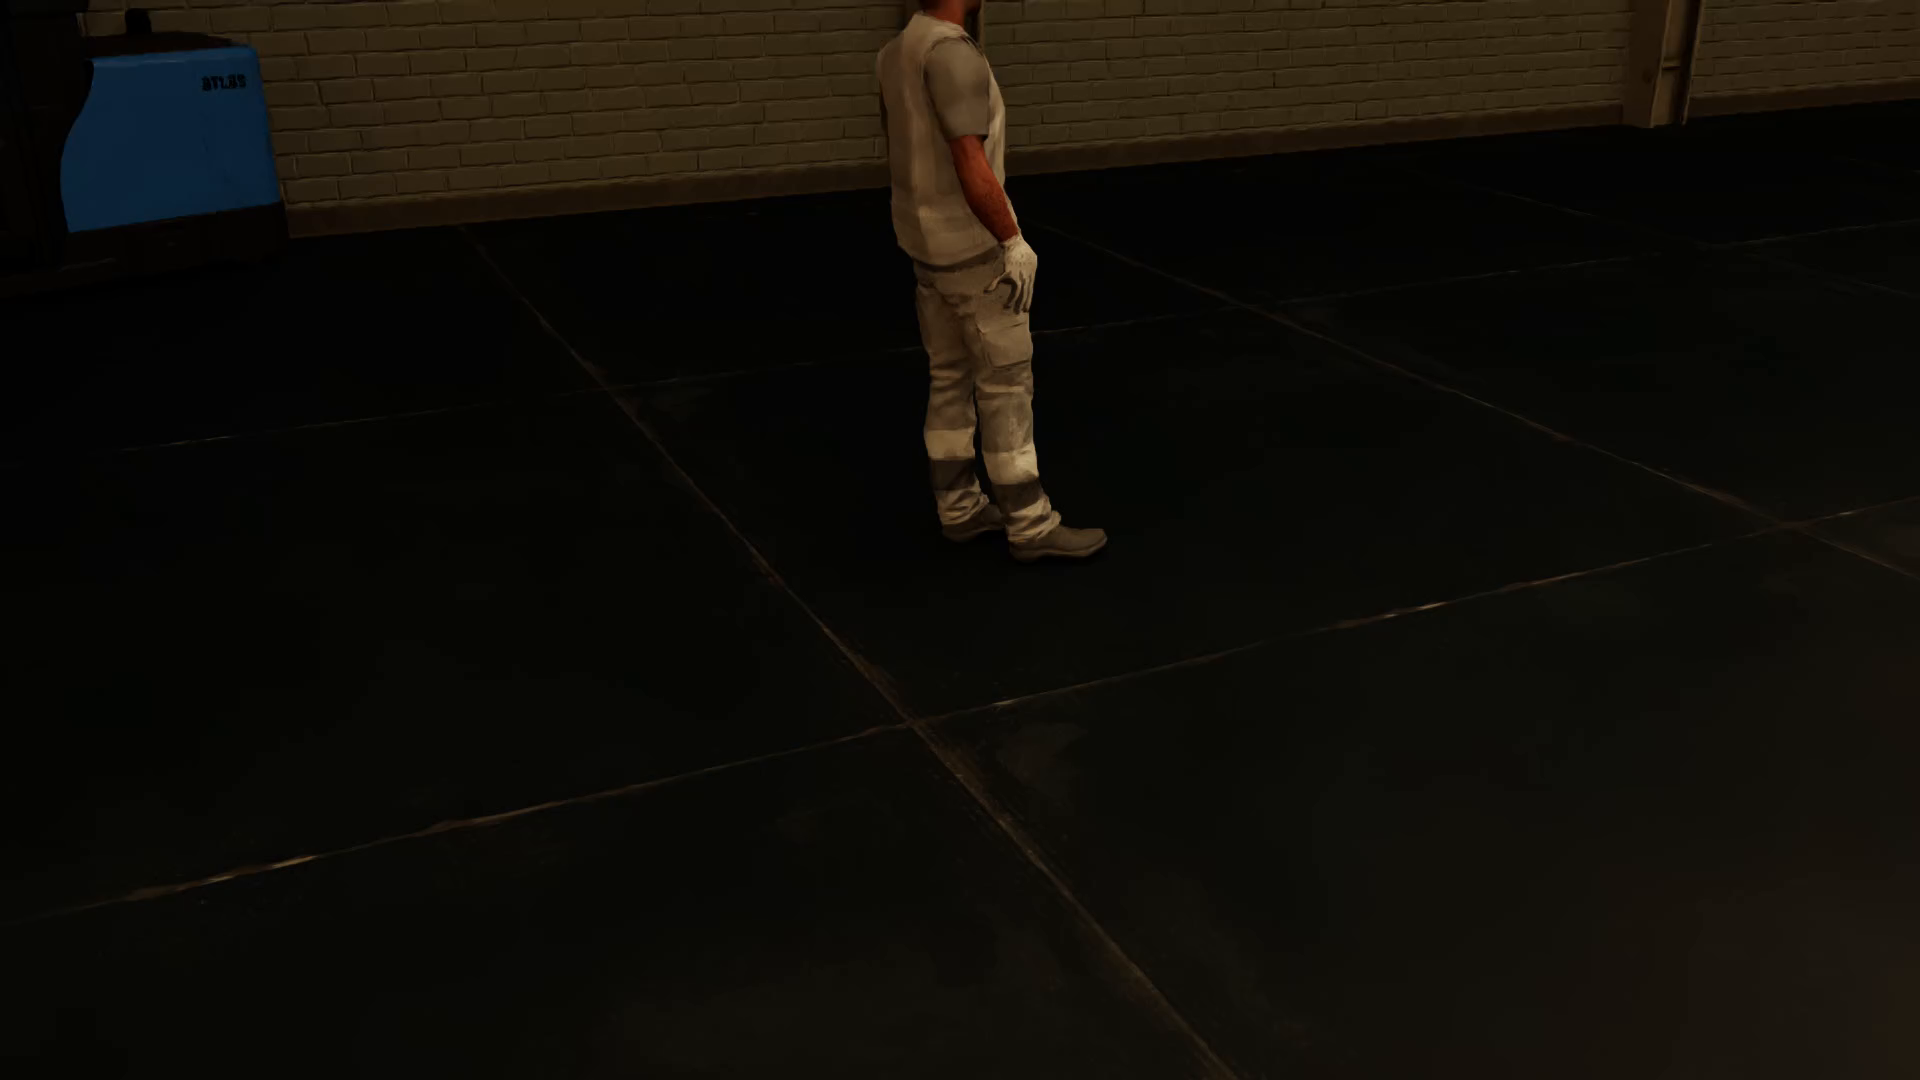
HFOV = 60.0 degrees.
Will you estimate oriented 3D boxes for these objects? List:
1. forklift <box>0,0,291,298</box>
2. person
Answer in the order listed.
[{"bbox_3d":[-4.829,-2.512,7.332,1.130,2.935,3.031,21,30,41],"label":"forklift"},{"bbox_3d":[0.077,-0.842,4.783,0.563,1.787,0.637,-10,25,-23],"label":"person"}]
